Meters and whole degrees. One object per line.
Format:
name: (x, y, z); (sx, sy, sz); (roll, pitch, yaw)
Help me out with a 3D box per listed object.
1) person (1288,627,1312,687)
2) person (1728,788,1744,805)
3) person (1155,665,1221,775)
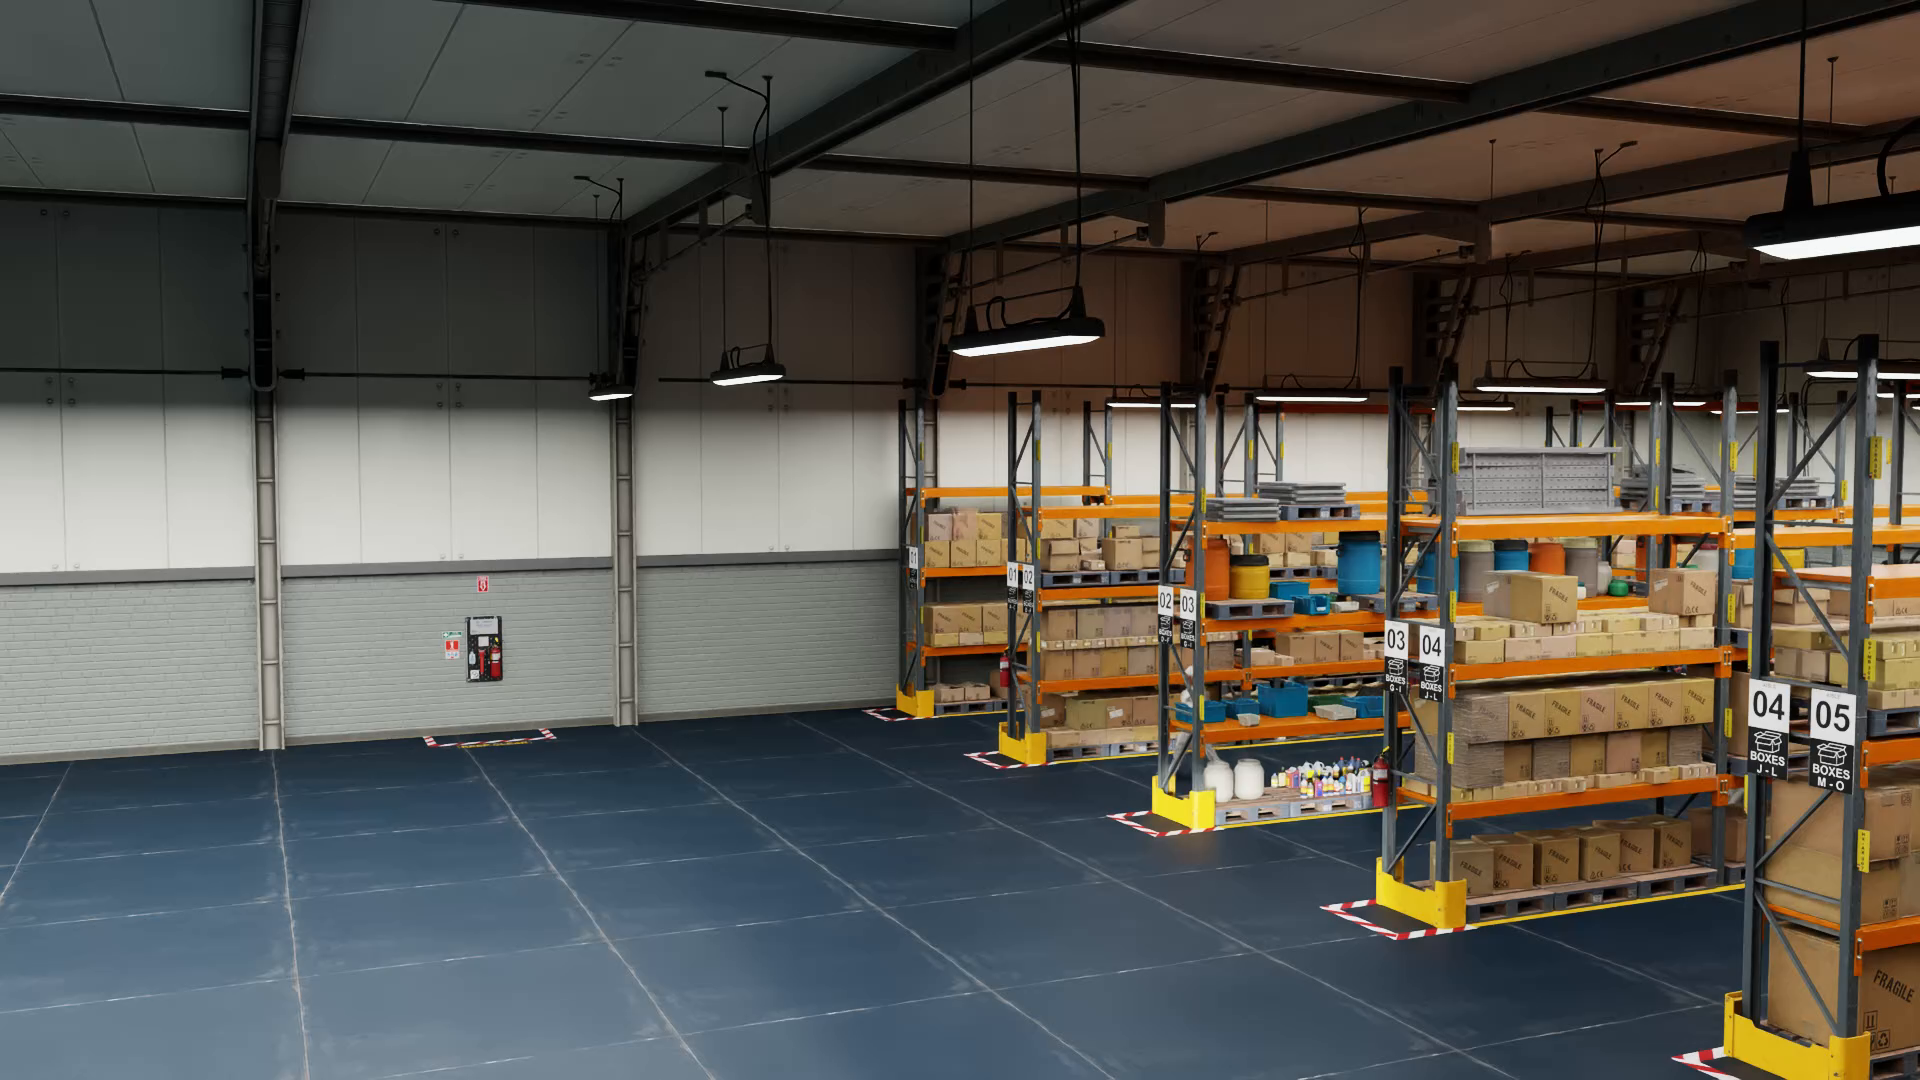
person: (6.483, 2.416, 32.200); (1.093, 1.714, 0.642); (-2, 4, -27)
person: (10.519, 3.010, 22.594); (0.521, 1.673, 0.500); (-1, 4, -24)
person: (3.536, 2.792, 25.640); (1.101, 1.727, 0.674); (0, 3, -5)
